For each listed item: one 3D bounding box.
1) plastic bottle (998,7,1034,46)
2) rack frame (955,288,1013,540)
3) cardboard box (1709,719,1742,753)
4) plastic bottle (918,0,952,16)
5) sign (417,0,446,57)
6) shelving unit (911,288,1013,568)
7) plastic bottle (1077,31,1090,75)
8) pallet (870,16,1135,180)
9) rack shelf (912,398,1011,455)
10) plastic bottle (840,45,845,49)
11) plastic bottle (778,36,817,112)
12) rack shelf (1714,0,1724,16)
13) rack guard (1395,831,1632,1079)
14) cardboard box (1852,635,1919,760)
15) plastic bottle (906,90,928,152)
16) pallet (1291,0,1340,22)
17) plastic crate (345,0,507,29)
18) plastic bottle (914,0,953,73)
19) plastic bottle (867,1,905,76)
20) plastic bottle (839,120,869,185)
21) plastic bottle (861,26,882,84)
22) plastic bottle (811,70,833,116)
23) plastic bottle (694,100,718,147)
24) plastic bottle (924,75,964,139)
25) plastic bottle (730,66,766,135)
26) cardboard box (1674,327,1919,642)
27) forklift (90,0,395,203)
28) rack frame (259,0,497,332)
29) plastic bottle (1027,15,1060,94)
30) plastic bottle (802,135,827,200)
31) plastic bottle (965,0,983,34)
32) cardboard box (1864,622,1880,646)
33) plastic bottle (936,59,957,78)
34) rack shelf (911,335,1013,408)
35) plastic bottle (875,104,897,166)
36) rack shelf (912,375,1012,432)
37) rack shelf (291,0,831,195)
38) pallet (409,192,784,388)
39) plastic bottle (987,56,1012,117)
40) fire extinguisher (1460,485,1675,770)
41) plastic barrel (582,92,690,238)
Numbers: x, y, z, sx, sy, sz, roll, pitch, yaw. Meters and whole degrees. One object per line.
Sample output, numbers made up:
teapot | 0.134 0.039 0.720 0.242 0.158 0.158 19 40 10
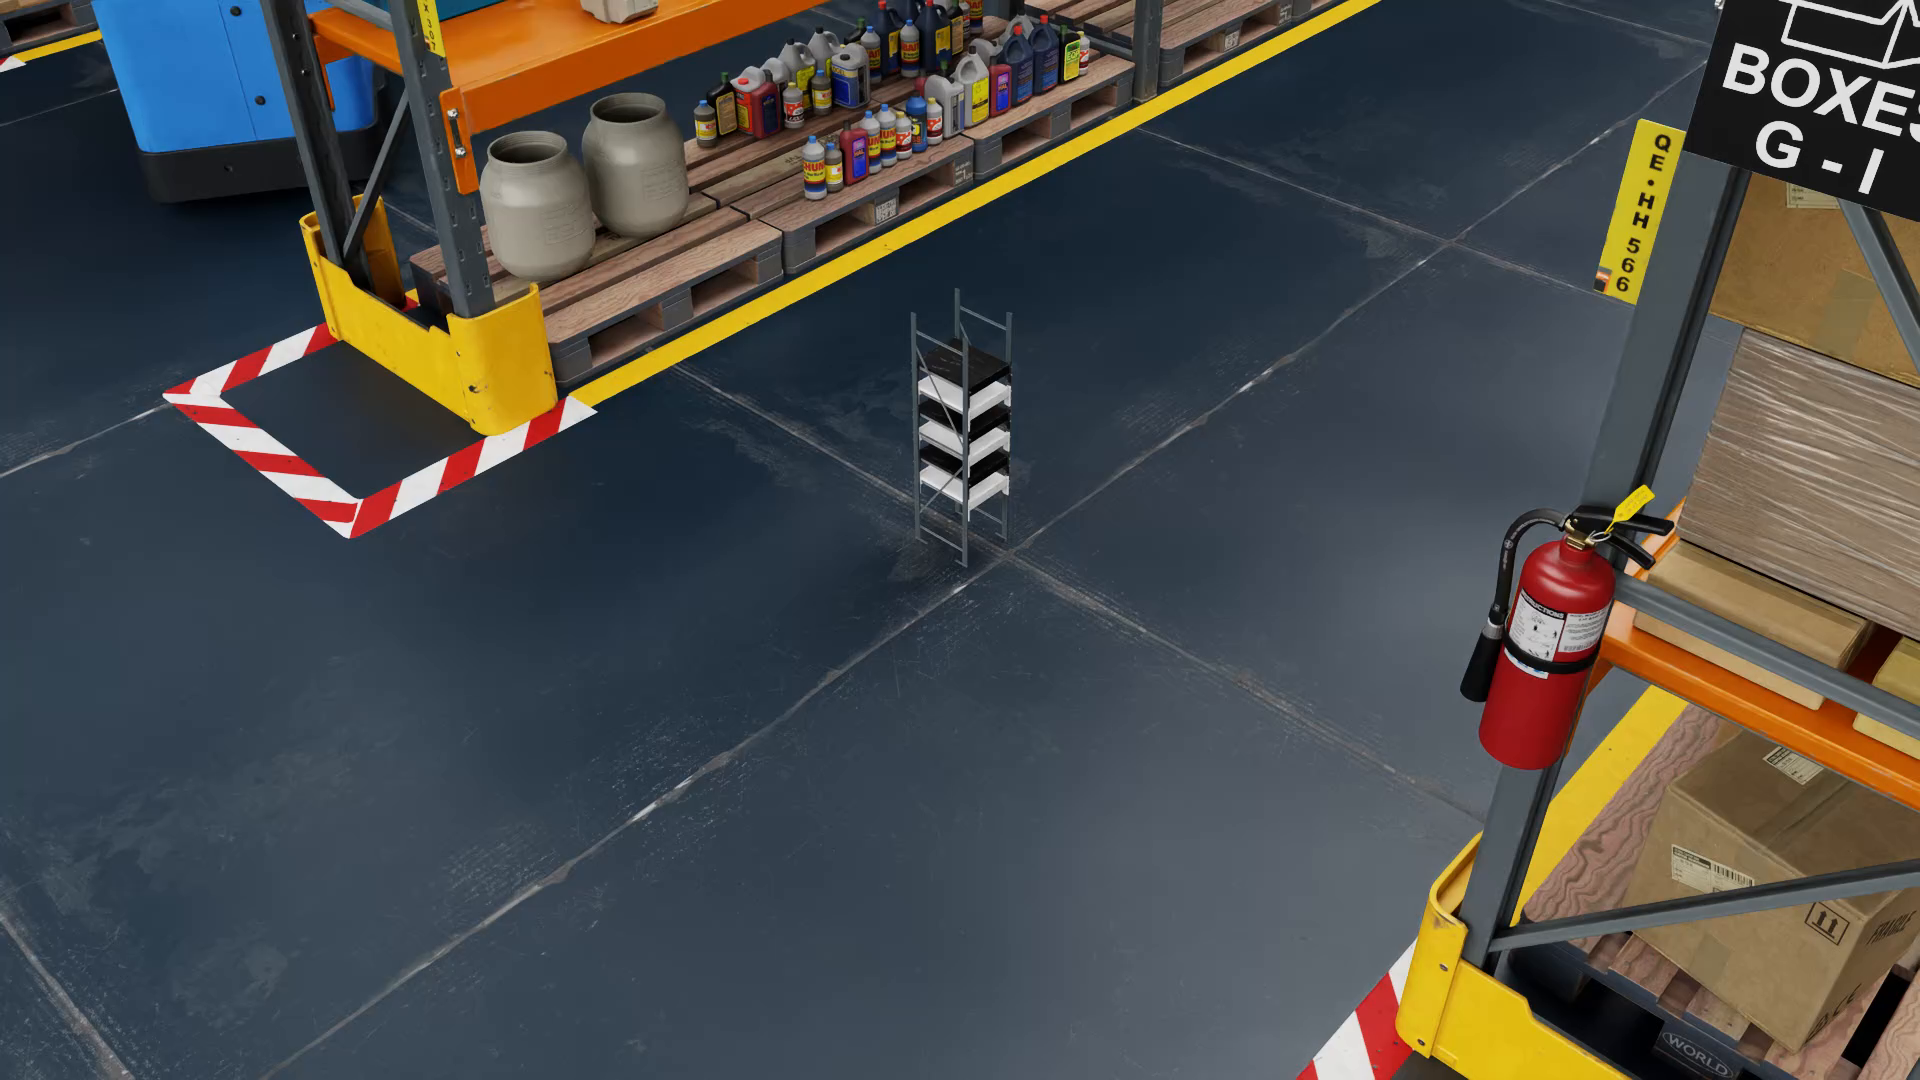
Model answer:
plastic bottle | 0.283 -2.434 8.176 0.144 0.351 0.185 30 47 32
rack frame | 0.074 -0.403 5.533 0.240 0.900 0.006 30 47 32
cardboard box | 2.381 0.507 4.373 0.500 0.500 0.500 -22 43 -25
plastic bottle | -0.125 -2.639 8.493 0.152 0.276 0.135 31 48 33
sign | -1.684 -1.693 5.246 0.100 0.325 0.005 30 47 32
shelving unit | 0.005 -0.356 5.475 0.258 0.900 0.210 30 47 32
plastic bottle | 0.597 -2.434 8.296 0.097 0.201 0.097 0 38 0
pallet | 0.128 -2.273 8.438 1.003 0.211 1.213 30 47 32
rack shelf | 0.005 -0.400 5.439 0.258 0.077 0.200 30 47 32
plastic bottle | -0.575 -2.328 8.163 0.097 0.201 0.097 0 38 0
plastic bottle | -0.779 -2.226 7.915 0.144 0.351 0.185 32 48 33
rack shelf | 2.918 -1.549 3.456 1.077 0.370 4.000 30 47 32
rack guard | 1.620 1.206 3.832 1.175 0.500 0.348 30 47 32
cardboard box | 1.937 0.330 3.127 0.380 0.149 0.250 30 47 32
plastic bottle | -0.198 -1.920 7.594 0.097 0.271 0.097 0 38 0
pallet | 1.936 -3.504 9.987 1.003 0.211 1.213 30 47 32
plastic crate | -1.970 -2.115 6.119 0.499 0.251 0.616 30 47 32
plastic bottle | -0.133 -2.533 8.301 0.144 0.351 0.185 30 47 32
plastic bottle | -0.367 -2.507 8.268 0.144 0.351 0.185 28 46 30
plastic bottle | -0.468 -1.725 7.338 0.061 0.283 0.133 30 48 33
plastic bottle | -0.438 -2.393 8.188 0.097 0.271 0.097 0 38 0
plastic bottle | -0.660 -2.137 7.923 0.097 0.201 0.097 0 38 0
plastic bottle | -1.172 -1.922 7.652 0.097 0.201 0.097 0 38 0
plastic bottle | -0.070 -2.035 7.734 0.152 0.276 0.135 31 48 33
plastic bottle | -0.981 -2.056 7.760 0.152 0.276 0.135 30 47 32
cardboard box | 1.960 -0.134 3.190 0.875 0.500 0.500 30 47 32
forklift | -3.592 -3.604 7.927 1.130 2.935 3.031 -10 40 -13
rack frame | -2.087 -1.817 5.625 1.000 3.000 0.127 30 47 32
plastic bottle | 0.390 -2.374 8.100 0.144 0.351 0.185 28 46 31
plastic bottle | -0.634 -1.624 7.221 0.097 0.271 0.097 0 38 0
plastic bottle | 0.073 -2.797 8.696 0.097 0.271 0.097 0 38 0
cardboard box | 1.778 0.028 3.506 0.380 0.149 0.250 30 47 32
plastic bottle | -0.050 -2.142 7.862 0.061 0.283 0.133 30 47 32
rack shelf | 0.005 -0.541 5.327 0.258 0.077 0.200 30 47 32
plastic bottle | -0.335 -1.827 7.476 0.097 0.271 0.097 0 38 0
rack shelf | 0.005 -0.471 5.383 0.258 0.077 0.200 30 47 32
rack shelf | -0.738 -2.455 7.005 1.077 0.370 4.000 30 47 32
pallet | -1.518 -1.152 7.029 1.003 0.211 1.213 30 47 32
plastic bottle | 0.181 -2.167 7.894 0.133 0.283 0.061 -31 48 -33
fire extinguisher | 1.152 0.152 3.211 0.296 0.674 0.183 30 47 32
plastic barrel | -1.361 -1.573 6.979 0.421 0.512 0.421 0 38 0
